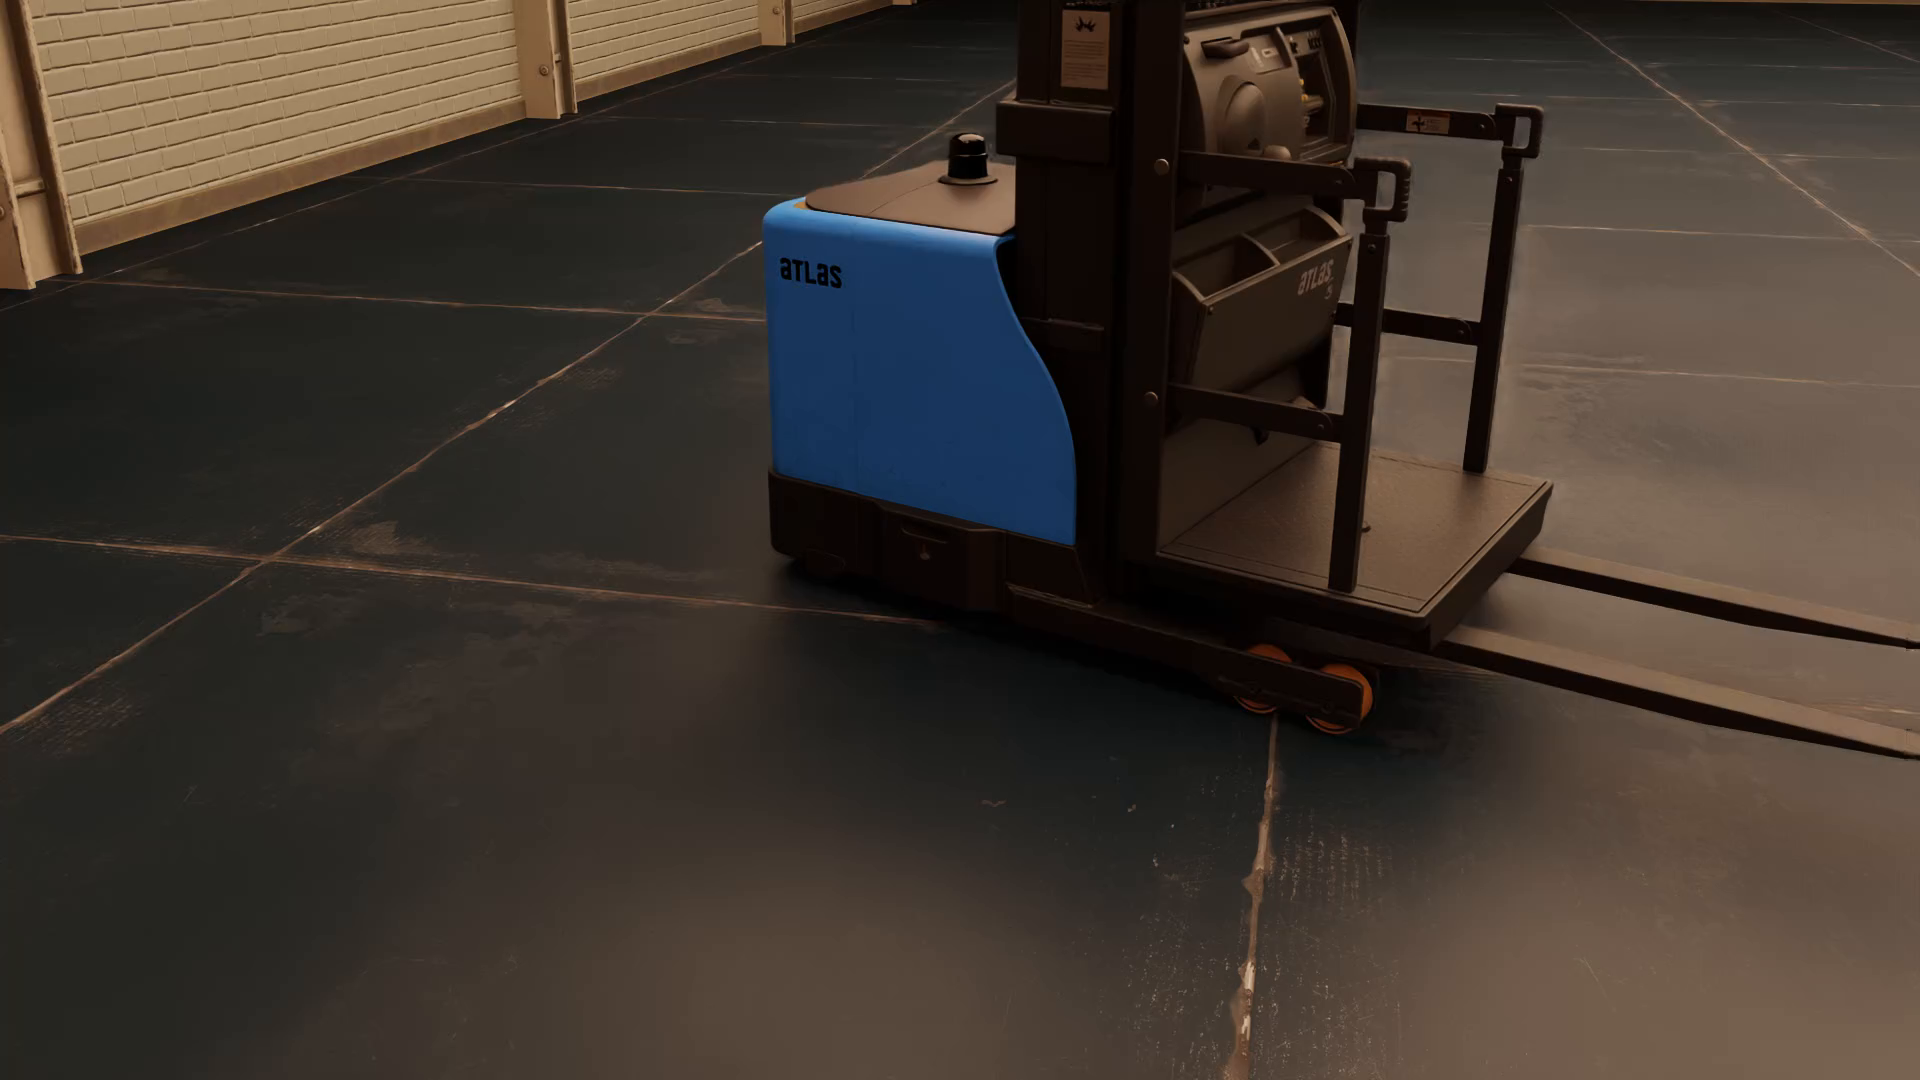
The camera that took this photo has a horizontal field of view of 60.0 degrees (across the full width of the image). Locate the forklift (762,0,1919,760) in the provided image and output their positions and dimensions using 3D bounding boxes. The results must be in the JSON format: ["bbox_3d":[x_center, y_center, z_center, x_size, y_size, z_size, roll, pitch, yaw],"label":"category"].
[{"bbox_3d":[0.950,-1.118,4.009,3.031,2.935,1.130,14,26,31],"label":"forklift"}]
